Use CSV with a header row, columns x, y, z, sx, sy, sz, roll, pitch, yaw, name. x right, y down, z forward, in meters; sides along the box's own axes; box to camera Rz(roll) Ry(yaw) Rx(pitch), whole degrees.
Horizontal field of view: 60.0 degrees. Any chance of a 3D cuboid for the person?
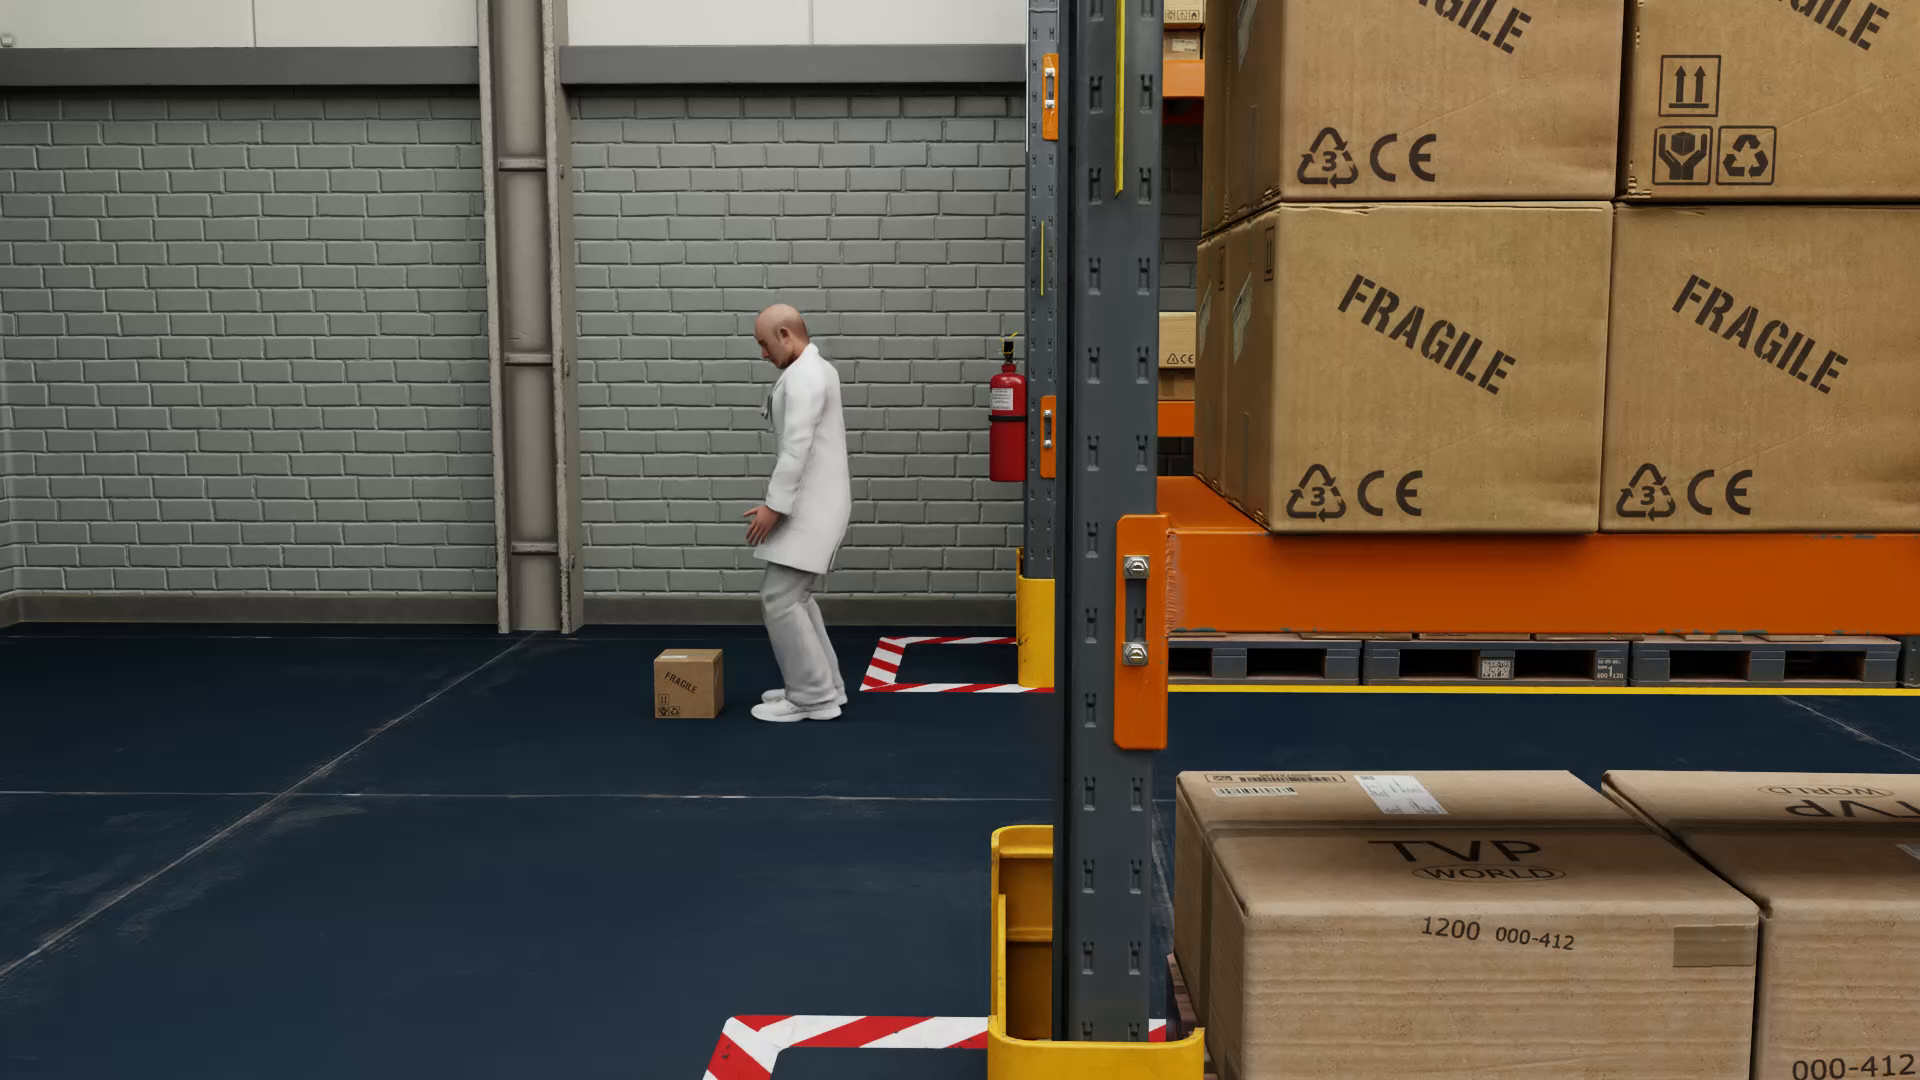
x,y,z,sx,sy,sz,roll,pitch,yaw,name
-0.672,-0.112,6.971,0.417,1.729,0.587,0,7,3,person
